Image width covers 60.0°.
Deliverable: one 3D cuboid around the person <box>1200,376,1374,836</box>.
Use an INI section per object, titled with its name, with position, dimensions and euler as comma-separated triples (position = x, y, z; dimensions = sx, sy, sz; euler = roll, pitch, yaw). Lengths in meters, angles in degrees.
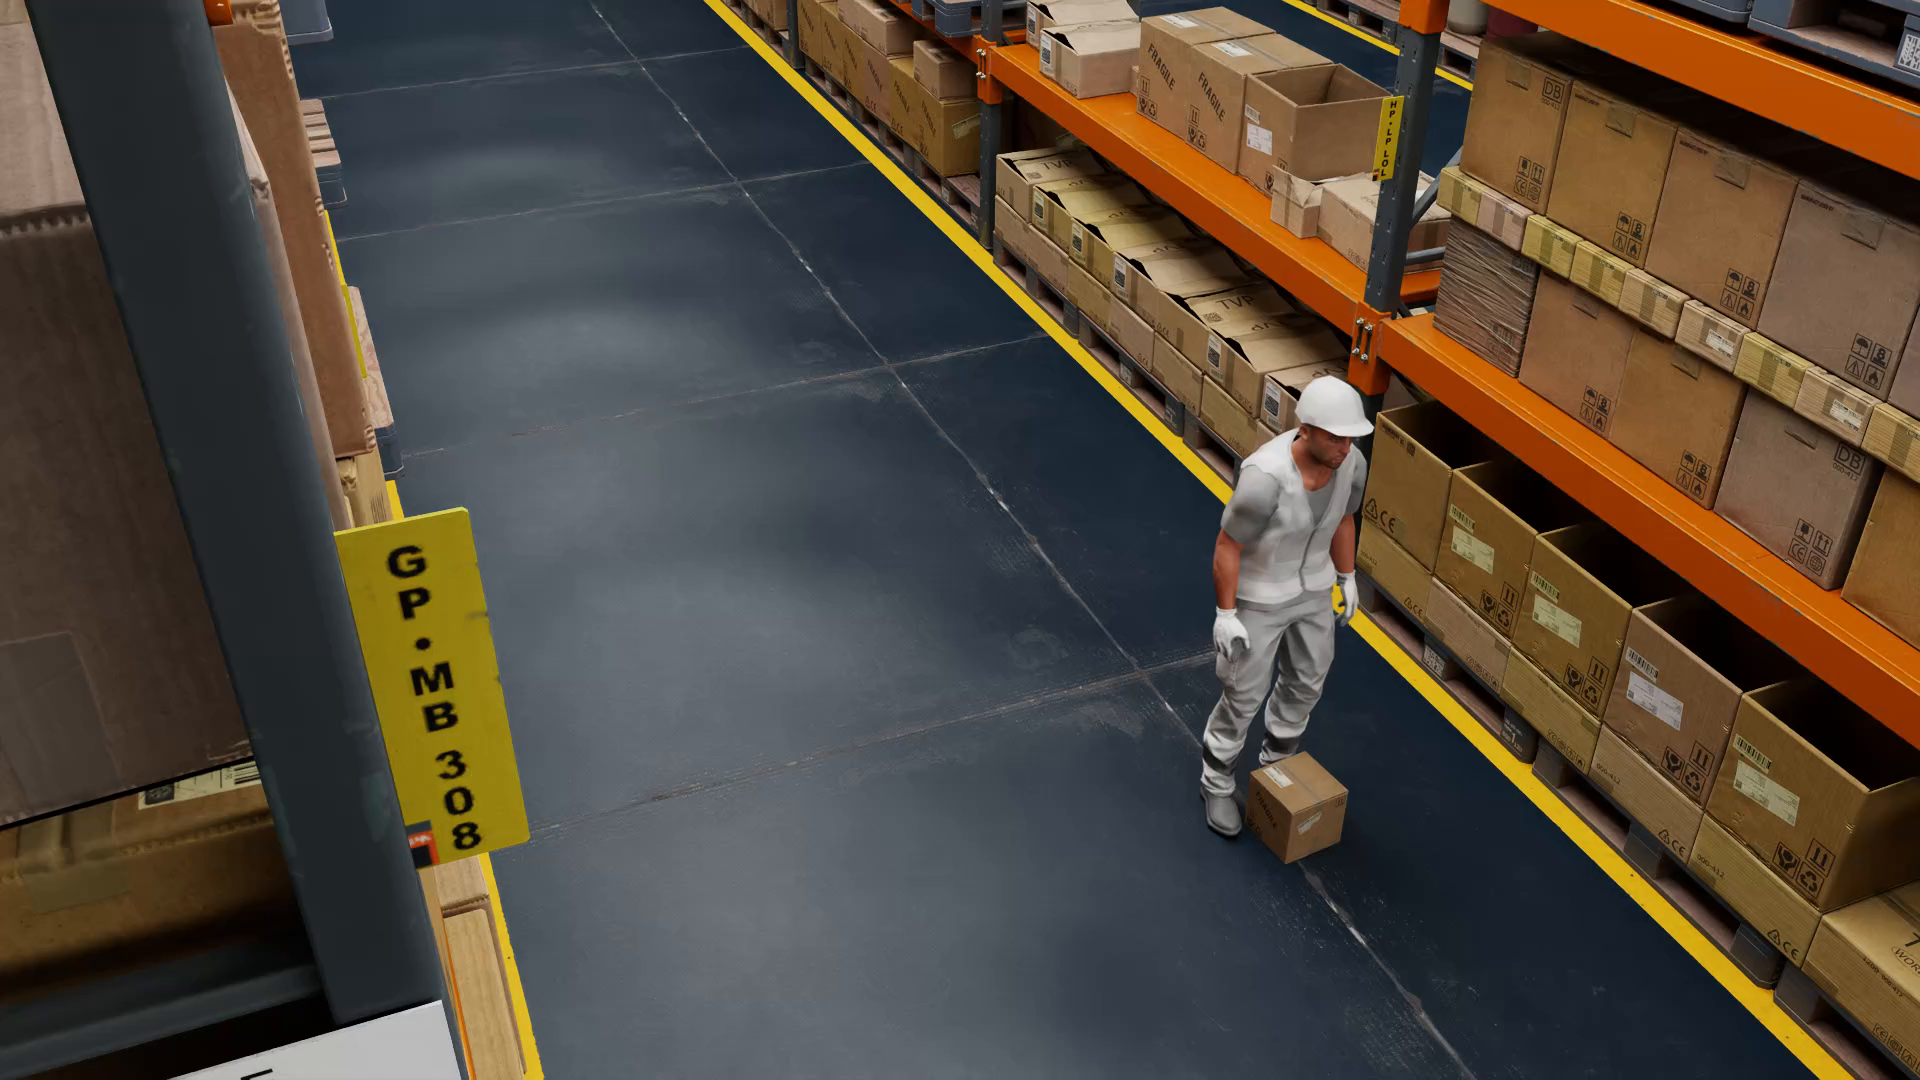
[person]
position = 1.140, 0.216, 5.798
dimensions = 0.617, 1.776, 0.453
euler = -15, 36, -22
